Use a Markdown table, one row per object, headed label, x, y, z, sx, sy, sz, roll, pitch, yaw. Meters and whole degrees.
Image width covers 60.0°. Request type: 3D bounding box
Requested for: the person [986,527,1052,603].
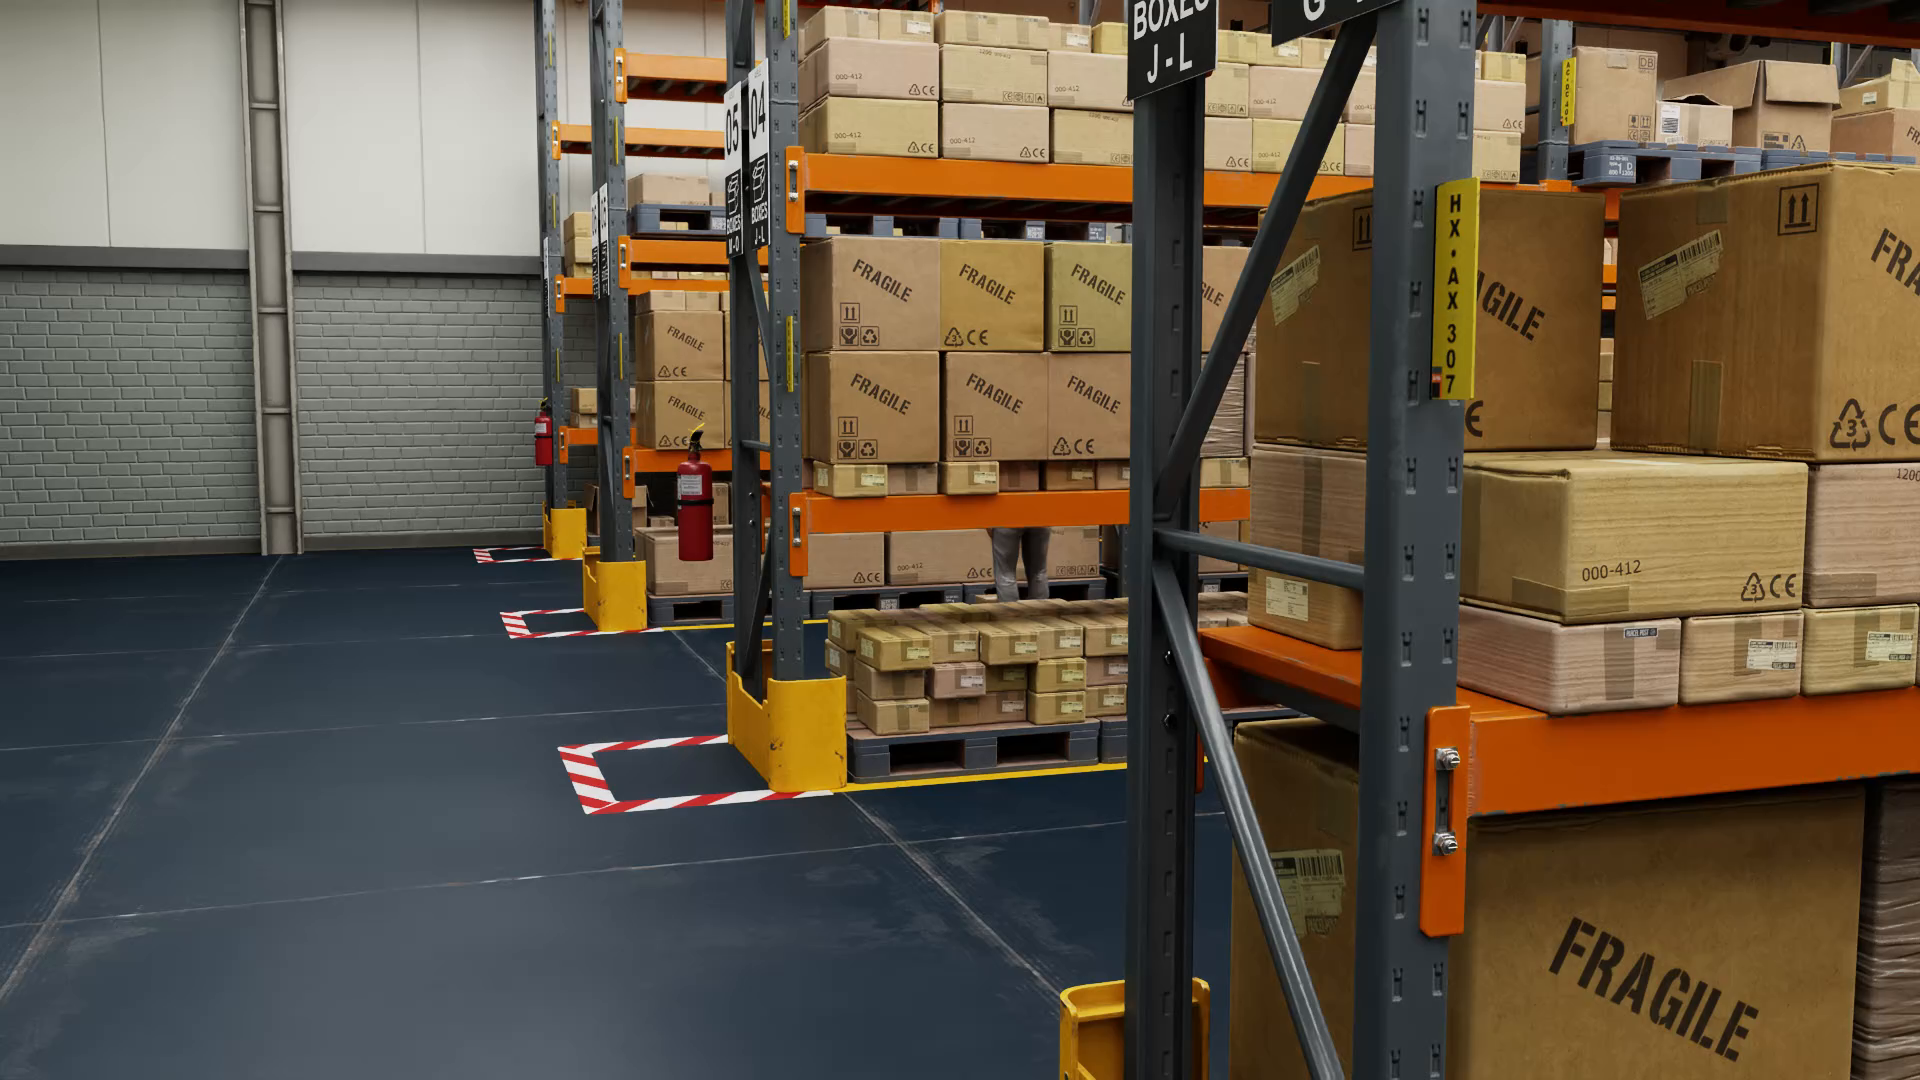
| label | x | y | z | sx | sy | sz | roll | pitch | yaw |
| --- | --- | --- | --- | --- | --- | --- | --- | --- | --- |
| person | 0.409 | -0.160 | 11.447 | 0.534 | 1.789 | 0.366 | -2 | 6 | -18 |
